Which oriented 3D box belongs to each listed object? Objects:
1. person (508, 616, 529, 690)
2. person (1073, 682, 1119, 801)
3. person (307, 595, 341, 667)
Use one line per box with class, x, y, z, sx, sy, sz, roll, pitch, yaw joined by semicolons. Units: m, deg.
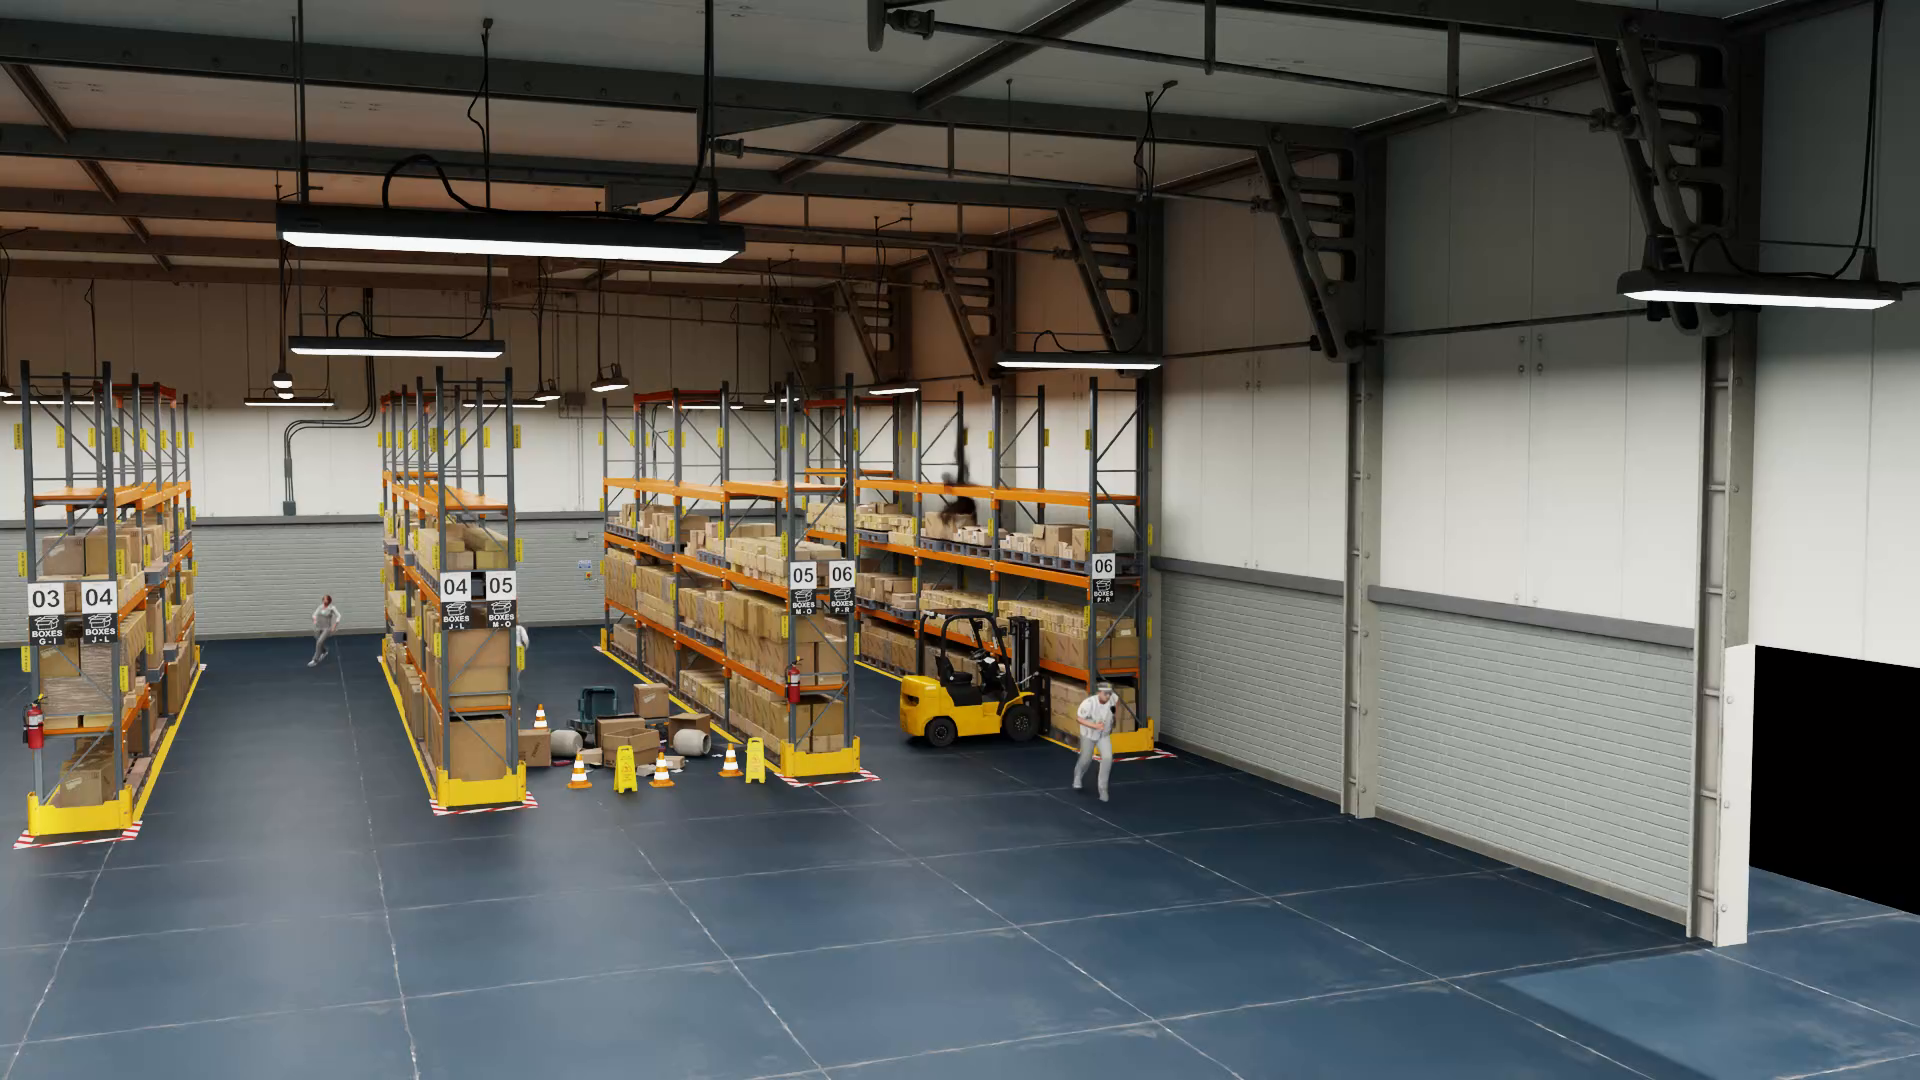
person;-8.864;2.288;32.941;0.632;1.520;0.899;-1;4;-13
person;1.888;2.803;23.406;0.707;1.719;1.014;-1;4;-21
person;-14.102;1.993;36.916;0.601;1.559;0.857;0;3;8
